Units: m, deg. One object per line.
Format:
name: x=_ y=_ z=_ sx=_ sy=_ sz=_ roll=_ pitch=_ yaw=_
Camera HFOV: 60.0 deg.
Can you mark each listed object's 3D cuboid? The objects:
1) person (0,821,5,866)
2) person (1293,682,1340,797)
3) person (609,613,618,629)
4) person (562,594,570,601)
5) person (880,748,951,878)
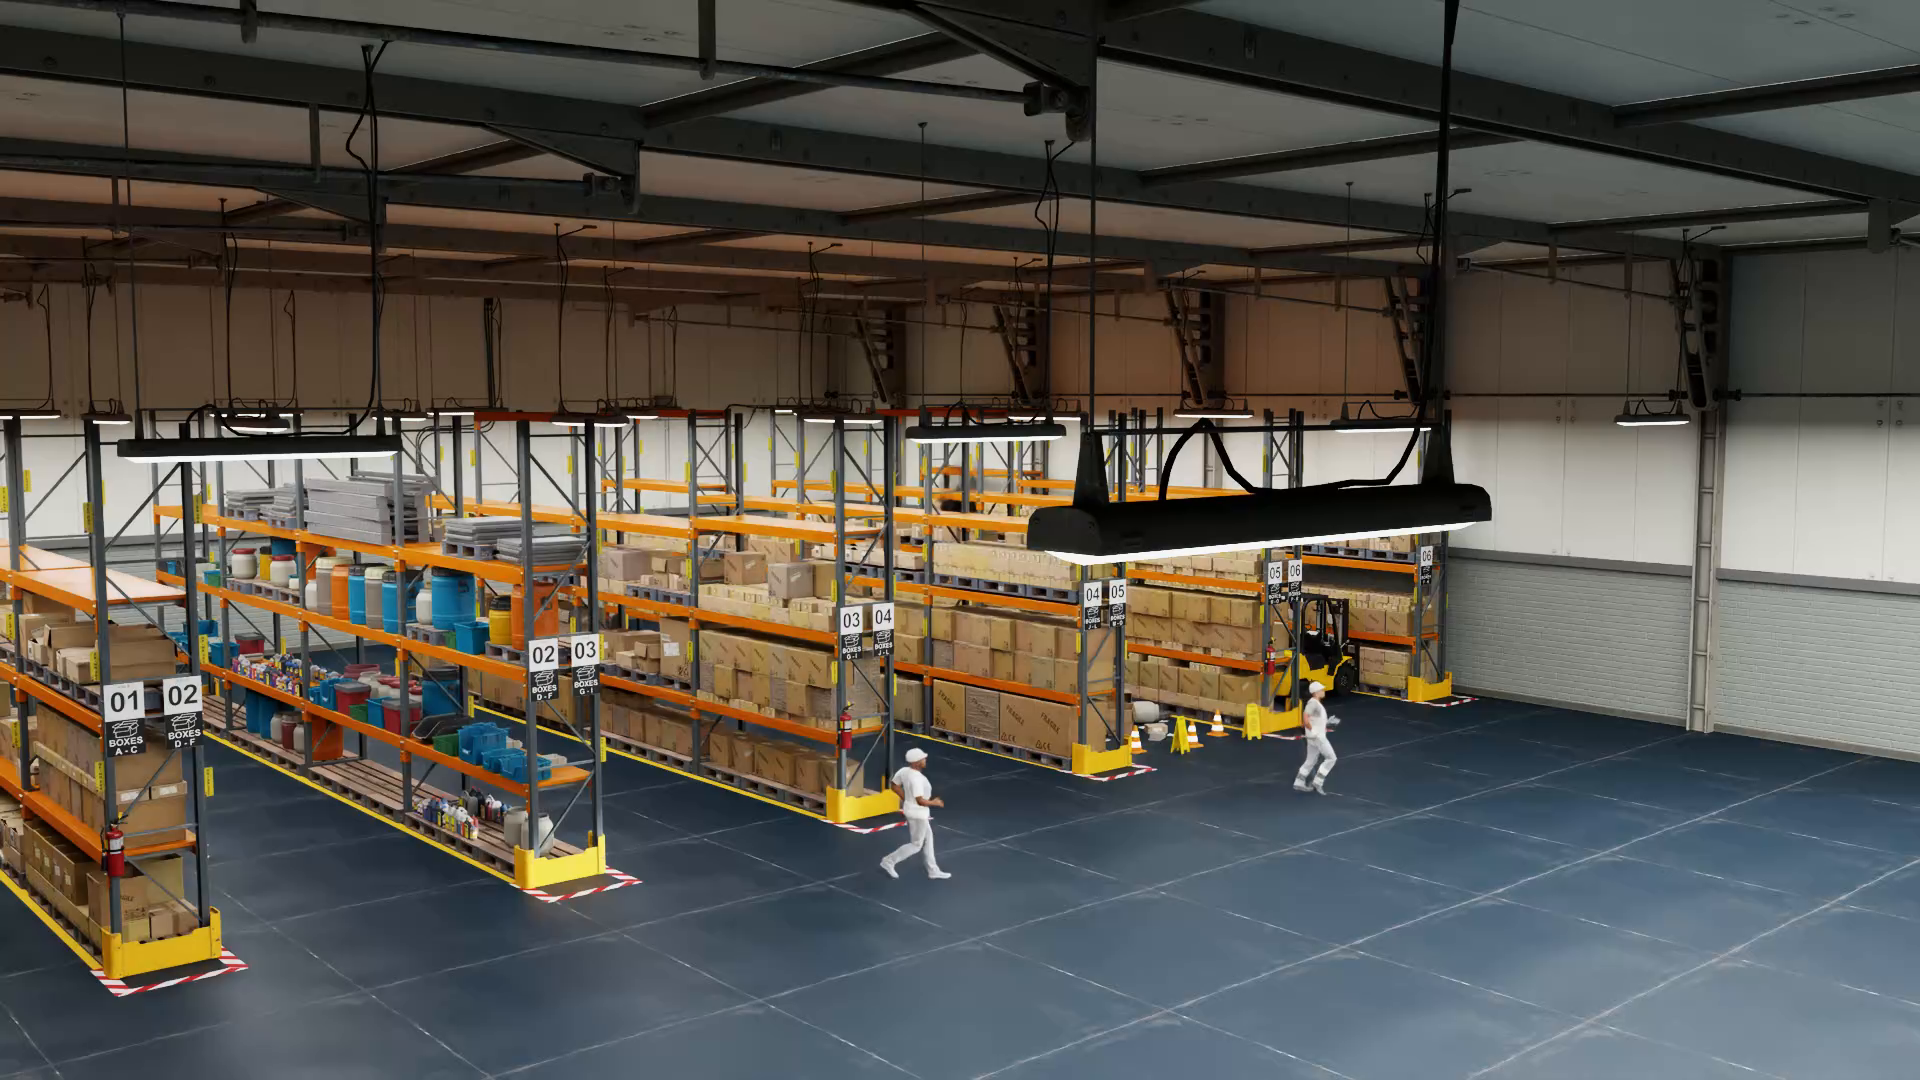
person: x=-11.515 y=3.764 z=19.418 sx=0.695 sy=1.733 sz=0.669 roll=4 pitch=7 yaw=41
person: x=5.652 y=3.142 z=26.268 sx=0.726 sy=1.809 sz=0.632 roll=0 pitch=5 yaw=4
person: x=-8.548 y=1.898 z=41.433 sx=0.696 sy=1.615 sz=0.621 roll=0 pitch=5 yaw=-3
person: x=-9.442 y=2.074 z=39.462 sx=0.621 sy=1.583 sz=0.582 roll=1 pitch=5 yaw=8
person: x=-0.573 y=3.553 z=21.462 sx=0.977 sy=1.754 sz=0.709 roll=-1 pitch=5 yaw=-16
